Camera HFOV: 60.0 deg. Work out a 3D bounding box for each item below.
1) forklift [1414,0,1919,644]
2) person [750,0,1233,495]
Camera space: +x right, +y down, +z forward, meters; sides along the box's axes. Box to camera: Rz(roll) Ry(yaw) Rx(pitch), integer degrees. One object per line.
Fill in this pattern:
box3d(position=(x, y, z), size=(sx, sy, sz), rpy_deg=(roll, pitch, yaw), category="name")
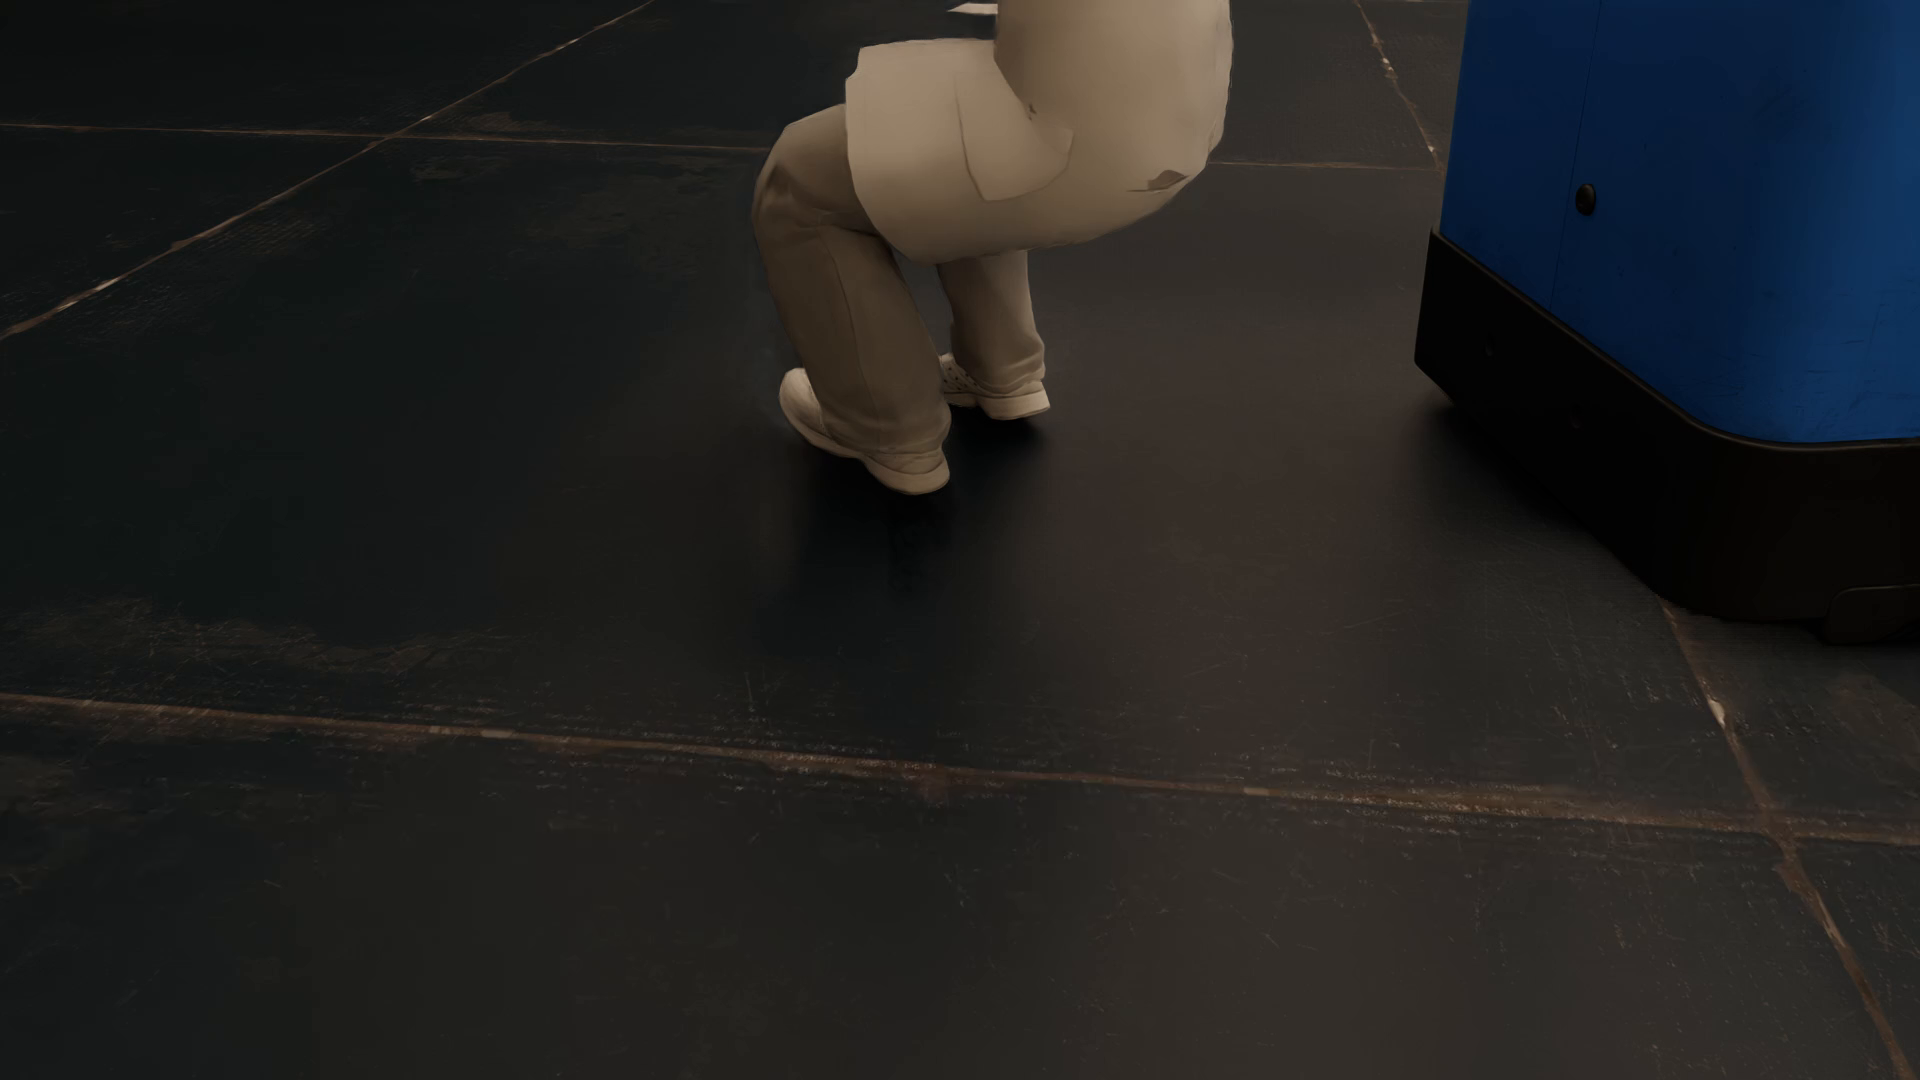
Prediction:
box3d(position=(2.369, -1.455, 2.133), size=(3.031, 2.935, 1.130), rpy_deg=(-3, 27, -7), category="forklift")
box3d(position=(-0.060, -0.595, 2.133), size=(0.747, 1.450, 1.467), rpy_deg=(9, 28, 17), category="person")
